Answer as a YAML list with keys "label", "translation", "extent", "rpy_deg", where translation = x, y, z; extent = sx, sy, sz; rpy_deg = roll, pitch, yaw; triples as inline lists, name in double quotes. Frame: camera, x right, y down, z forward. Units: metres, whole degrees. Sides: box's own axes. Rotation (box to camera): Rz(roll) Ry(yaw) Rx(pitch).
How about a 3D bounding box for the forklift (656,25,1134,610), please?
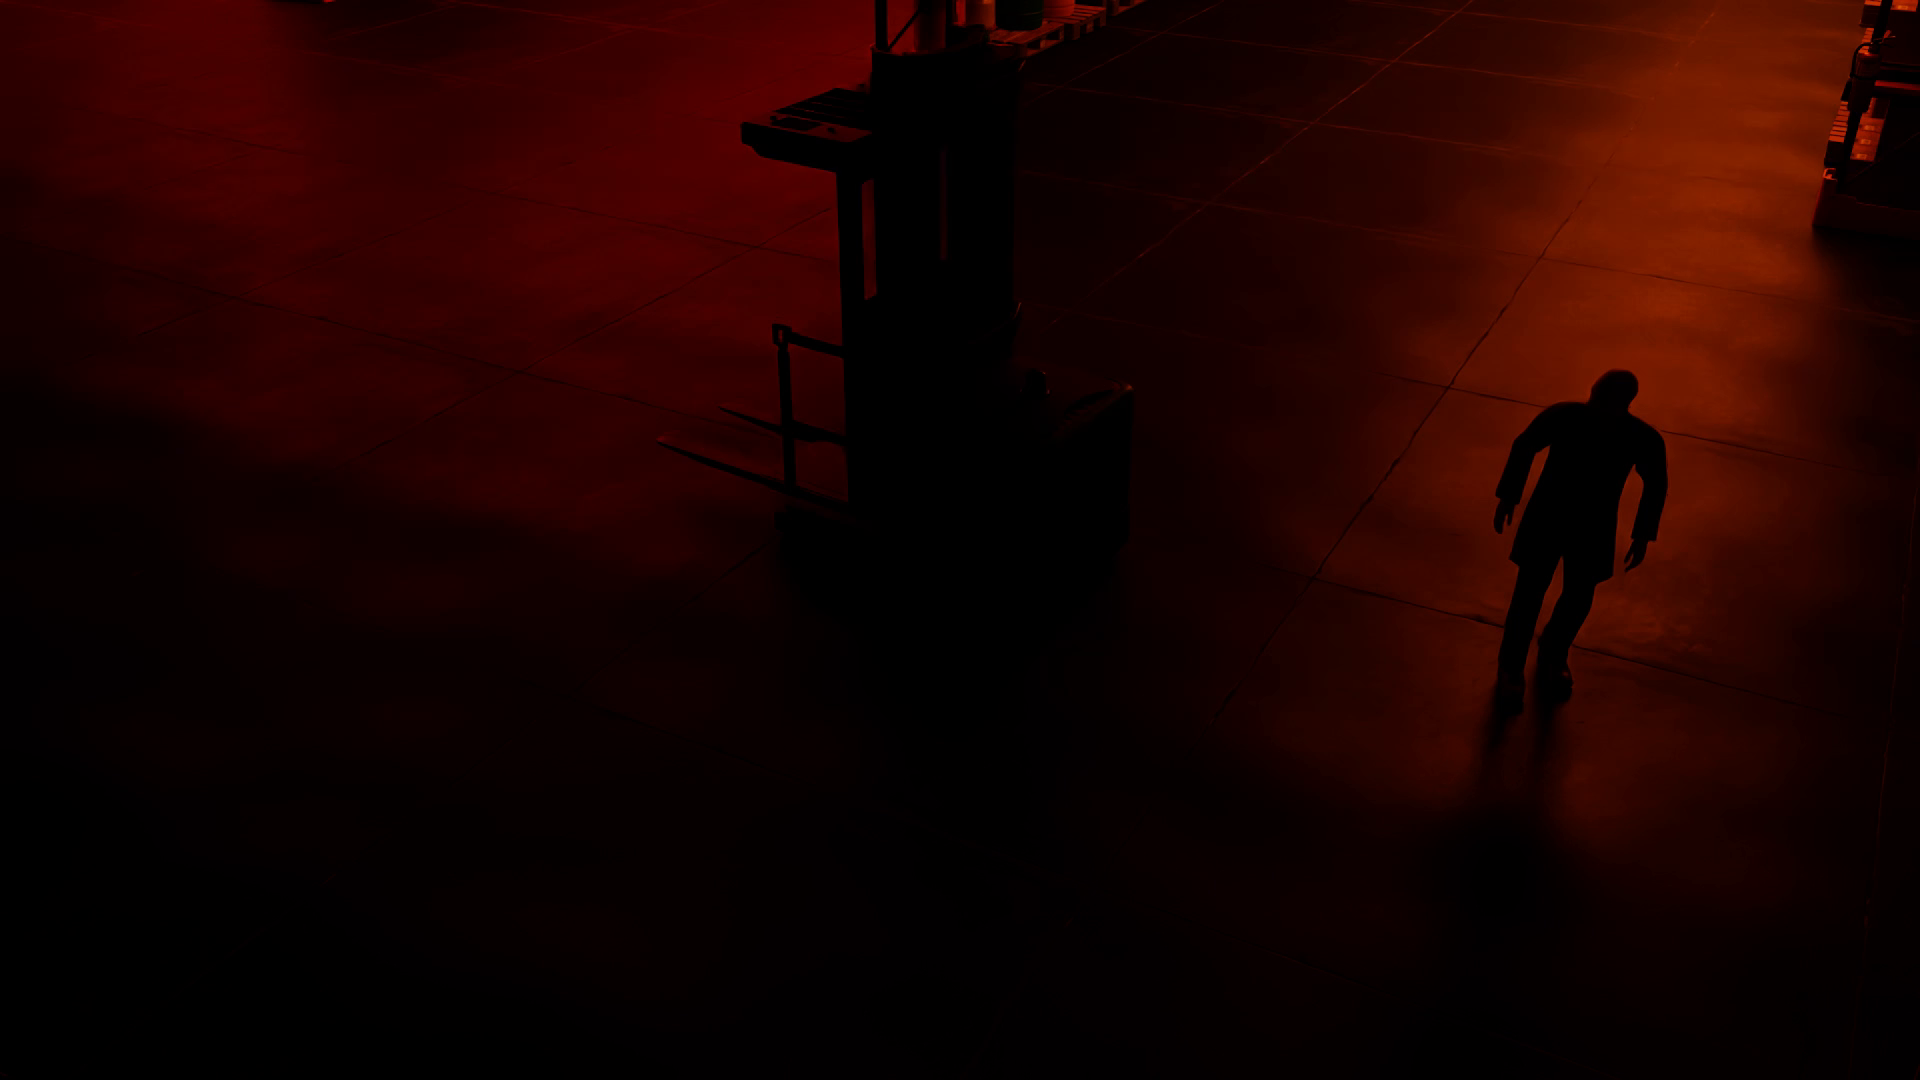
- label: "forklift"
  translation: [-0.512, -1.436, 9.559]
  extent: [3.031, 2.935, 1.130]
  rpy_deg: [18, 35, 29]

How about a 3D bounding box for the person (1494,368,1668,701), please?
- label: "person"
  translation: [3.059, -0.025, 8.283]
  extent: [0.787, 1.766, 0.561]
  rpy_deg: [8, 31, 13]
